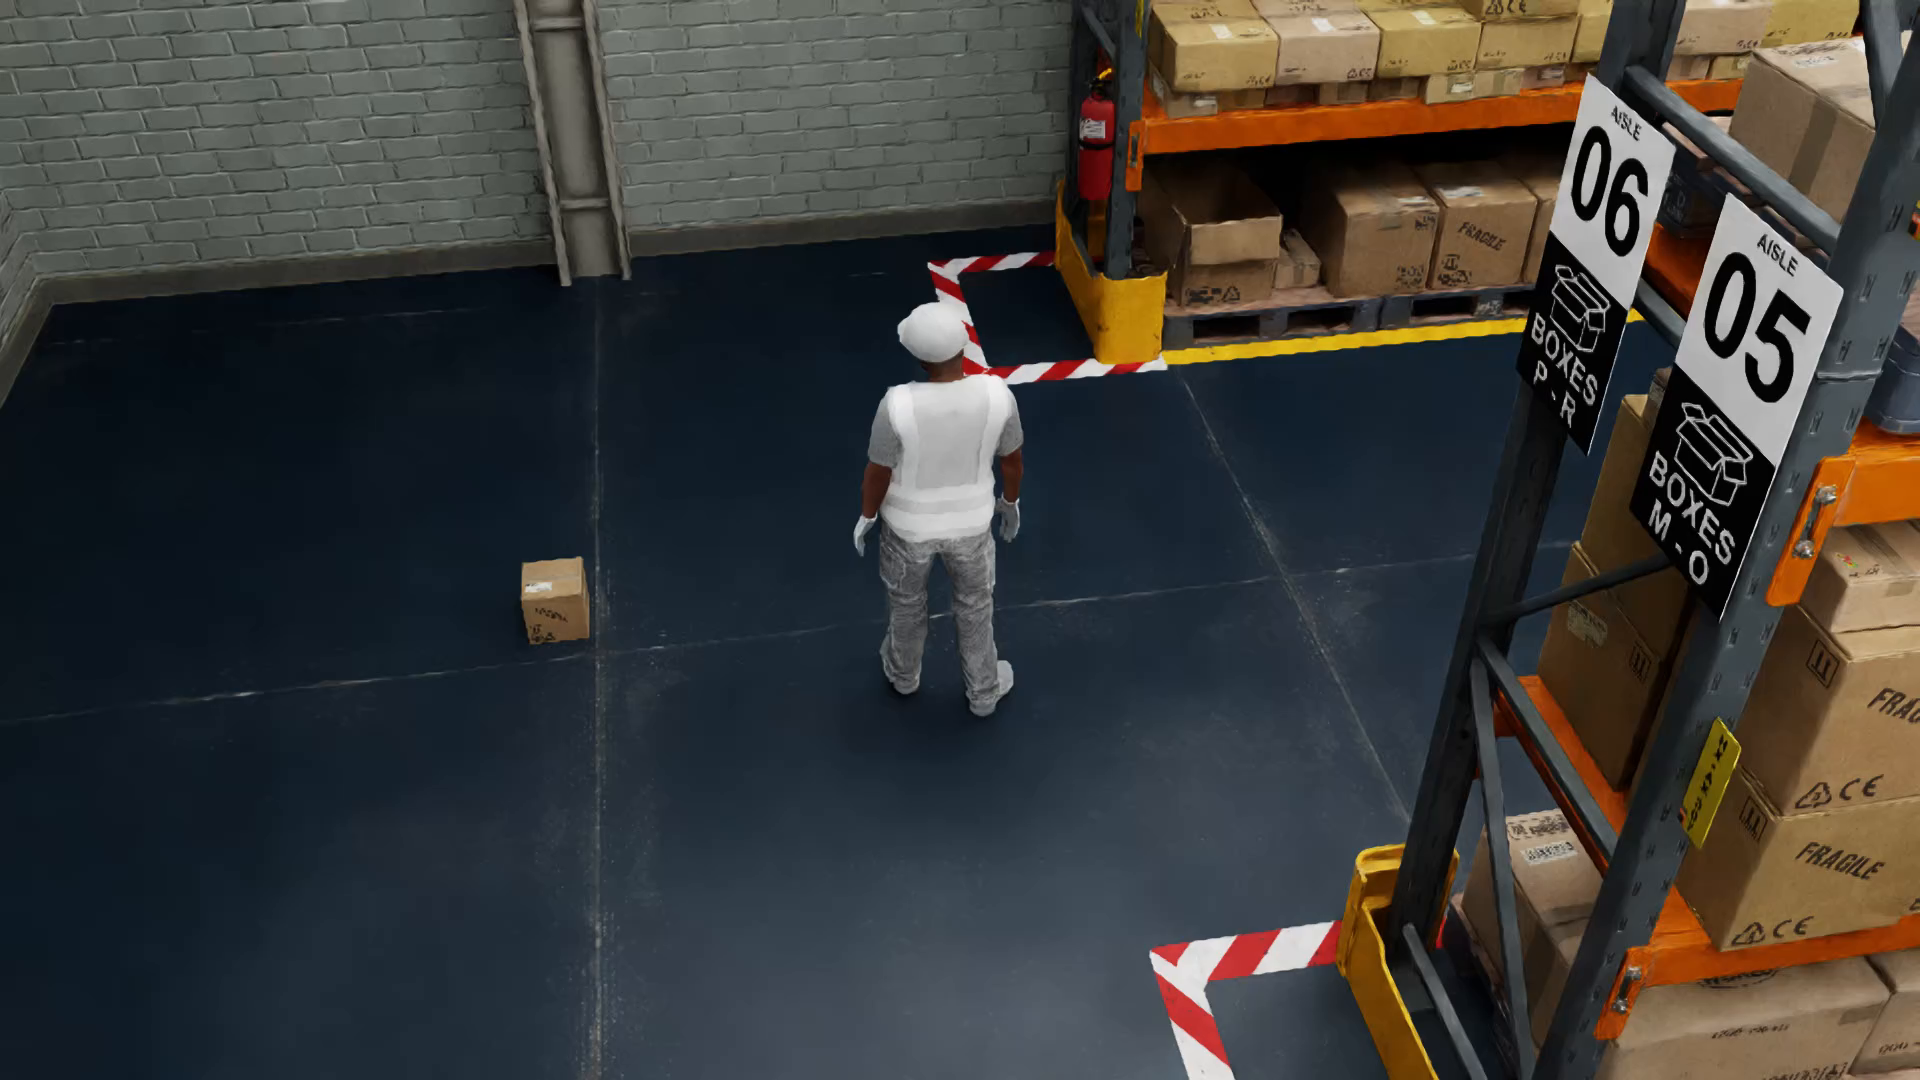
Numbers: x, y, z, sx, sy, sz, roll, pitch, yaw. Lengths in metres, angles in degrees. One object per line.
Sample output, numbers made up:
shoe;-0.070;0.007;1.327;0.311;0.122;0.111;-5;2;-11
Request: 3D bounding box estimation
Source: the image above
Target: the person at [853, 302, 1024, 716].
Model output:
person;-0.091;-0.118;6.242;0.640;1.784;0.511;-8;39;-9
